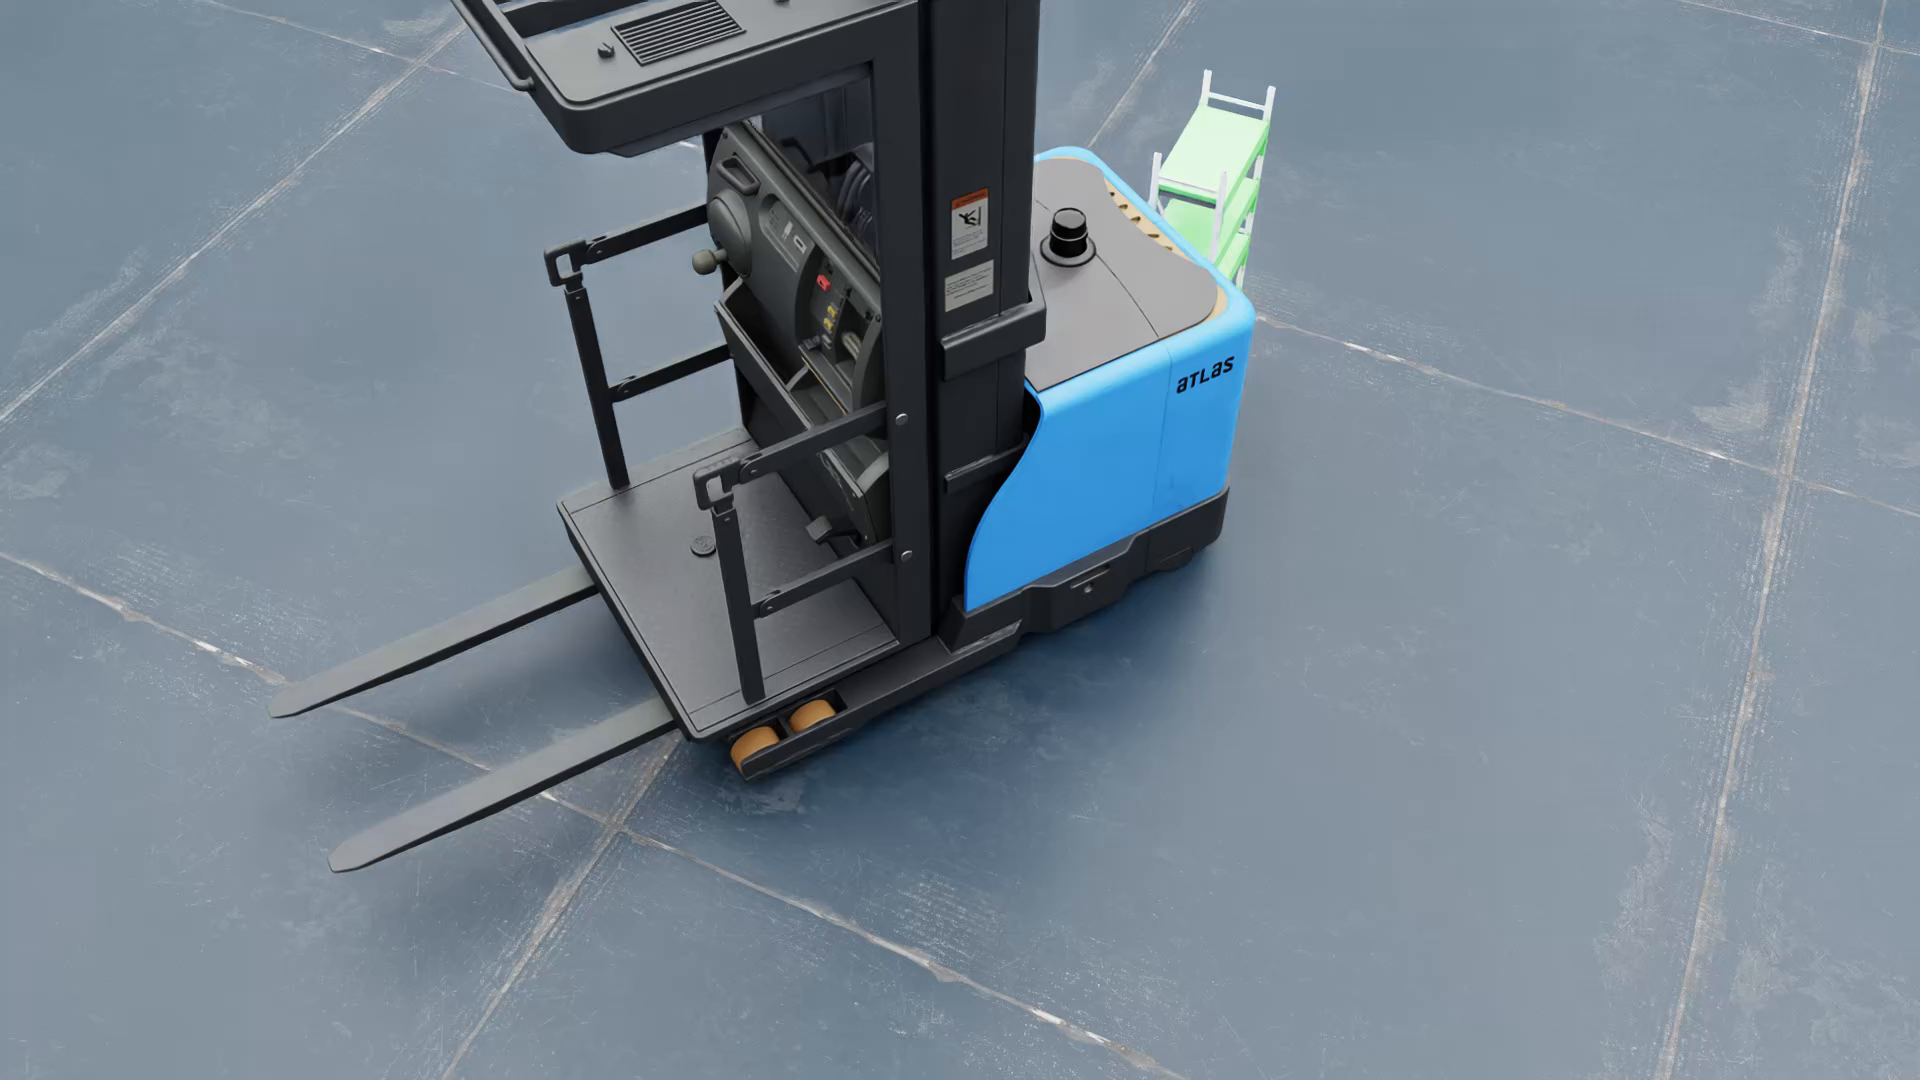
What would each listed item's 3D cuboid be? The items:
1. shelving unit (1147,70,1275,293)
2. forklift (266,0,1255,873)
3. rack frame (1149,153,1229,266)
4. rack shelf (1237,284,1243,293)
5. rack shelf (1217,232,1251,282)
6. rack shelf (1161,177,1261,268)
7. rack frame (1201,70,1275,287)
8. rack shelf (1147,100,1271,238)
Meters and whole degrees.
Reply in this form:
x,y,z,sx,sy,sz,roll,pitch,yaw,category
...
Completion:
x,y,z,sx,sy,sz,roll,pitch,yaw,category
0.819,-0.952,5.772,0.258,1.200,0.503,19,52,15,shelving unit
-0.631,-0.681,4.405,3.031,2.935,1.130,-24,54,-19,forklift
0.719,-0.783,5.628,0.240,1.200,0.015,19,52,15,rack frame
0.819,-0.755,6.004,0.258,0.148,0.480,19,52,15,rack shelf
0.819,-0.911,5.821,0.258,0.148,0.480,19,52,15,rack shelf
0.819,-1.066,5.638,0.258,0.148,0.480,19,52,15,rack shelf
0.918,-1.122,5.917,0.240,1.200,0.015,19,52,15,rack frame
0.819,-1.222,5.456,0.258,0.148,0.480,19,52,15,rack shelf
